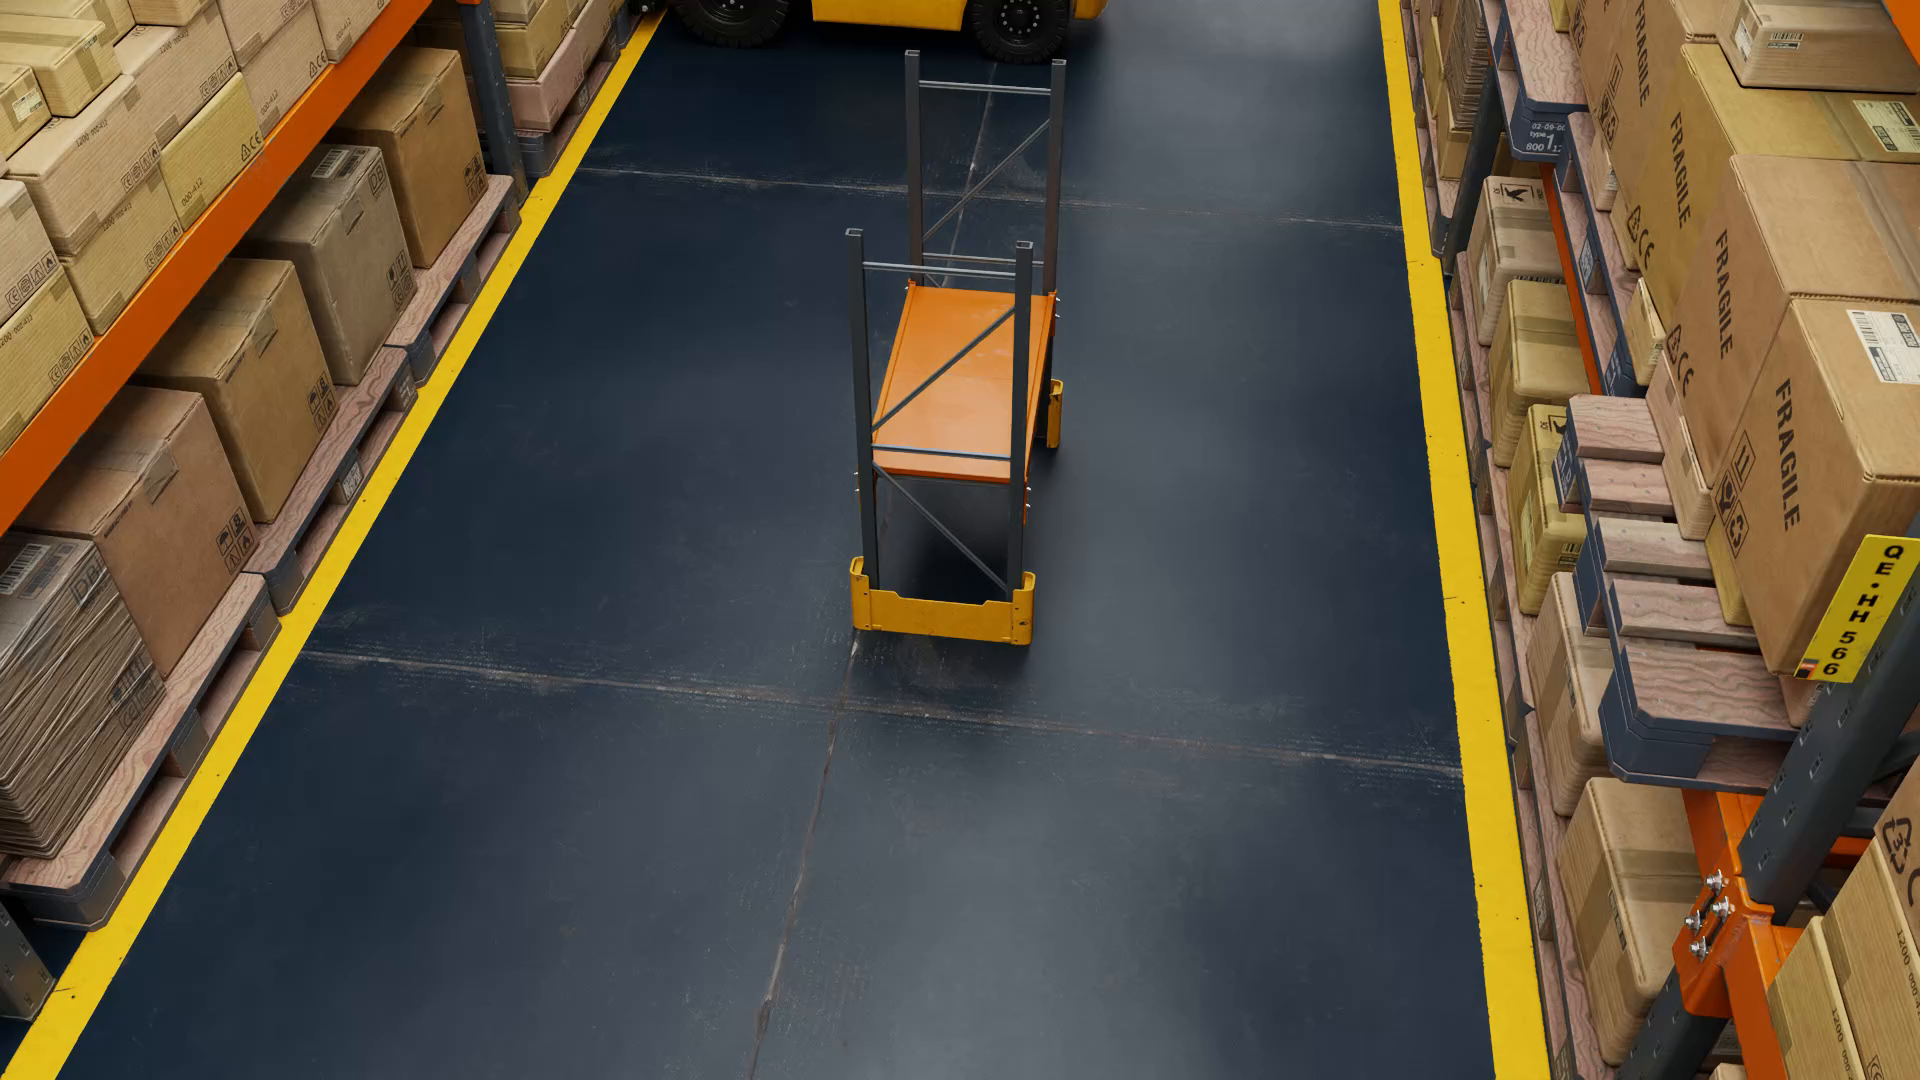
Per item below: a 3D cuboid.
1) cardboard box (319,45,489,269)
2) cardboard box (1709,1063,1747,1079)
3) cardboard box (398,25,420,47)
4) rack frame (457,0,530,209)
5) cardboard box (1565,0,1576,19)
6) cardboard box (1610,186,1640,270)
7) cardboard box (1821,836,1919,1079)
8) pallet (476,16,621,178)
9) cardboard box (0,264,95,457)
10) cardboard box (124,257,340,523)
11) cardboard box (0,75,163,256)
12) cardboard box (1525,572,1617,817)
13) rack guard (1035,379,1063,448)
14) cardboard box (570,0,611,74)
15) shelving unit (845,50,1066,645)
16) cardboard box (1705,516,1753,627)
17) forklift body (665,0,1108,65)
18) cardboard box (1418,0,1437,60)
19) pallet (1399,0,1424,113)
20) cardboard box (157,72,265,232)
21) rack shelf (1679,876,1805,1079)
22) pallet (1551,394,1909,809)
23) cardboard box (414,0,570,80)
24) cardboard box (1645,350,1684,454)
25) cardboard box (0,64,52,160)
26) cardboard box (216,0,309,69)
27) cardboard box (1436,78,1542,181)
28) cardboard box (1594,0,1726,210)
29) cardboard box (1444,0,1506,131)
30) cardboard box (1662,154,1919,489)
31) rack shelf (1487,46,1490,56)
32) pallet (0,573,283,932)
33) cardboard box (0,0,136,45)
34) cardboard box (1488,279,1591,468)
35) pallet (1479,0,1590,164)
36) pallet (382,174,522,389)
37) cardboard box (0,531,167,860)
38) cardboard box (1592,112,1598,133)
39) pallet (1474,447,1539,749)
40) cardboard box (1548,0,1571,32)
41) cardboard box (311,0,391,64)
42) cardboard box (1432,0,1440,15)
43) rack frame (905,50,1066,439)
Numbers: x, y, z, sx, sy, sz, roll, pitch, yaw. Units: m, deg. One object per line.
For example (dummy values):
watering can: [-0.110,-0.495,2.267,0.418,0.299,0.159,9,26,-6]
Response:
cardboard box: [-2.468,-1.558,6.636,0.875,0.625,0.625,7,44,7]
cardboard box: [1.808,1.632,3.084,0.875,0.875,0.875,5,44,5]
cardboard box: [-2.549,-2.311,7.340,0.500,0.250,0.500,4,44,5]
rack frame: [-2.410,-2.625,6.340,1.000,3.000,0.127,5,44,6]
cardboard box: [2.098,-1.838,4.915,0.500,0.500,0.500,5,44,6]
cardboard box: [1.918,-0.819,4.311,0.380,0.149,0.250,4,44,4]
cardboard box: [1.670,0.746,2.526,0.500,0.250,0.500,5,44,5]
pallet: [-2.264,-2.150,7.867,1.003,0.211,1.213,5,44,6]
cardboard box: [-2.567,-0.467,4.170,0.500,0.250,0.500,4,44,5]
cardboard box: [-2.676,-0.518,5.537,0.875,0.625,0.625,4,44,4]
cardboard box: [-2.484,-1.002,4.372,0.500,0.250,0.500,4,44,4]
cardboard box: [2.156,0.464,4.684,0.950,0.372,0.625,4,44,5]
rack guard: [0.076,-0.482,6.077,0.587,0.250,0.087,5,44,6]
cardboard box: [-1.966,-2.426,7.825,0.500,0.250,0.500,4,44,5]
shelving unit: [0.010,-0.597,5.289,0.587,1.500,1.083,5,44,6]
cardboard box: [1.755,0.055,3.388,0.380,0.149,0.250,6,44,6]
forklift body: [-0.324,-3.584,7.971,2.313,2.155,1.214,5,44,6]
cardboard box: [2.454,-2.467,7.869,0.500,0.250,0.500,6,44,6]
pallet: [2.723,-2.458,8.193,1.003,0.211,1.213,5,44,6]
cardboard box: [-2.435,-1.172,4.915,0.500,0.250,0.500,7,44,7]
rack shelf: [1.717,2.174,1.795,1.077,0.370,4.000,5,44,6]
pallet: [1.970,0.124,3.577,1.213,0.211,1.003,5,44,6]
cardboard box: [-2.040,-2.262,7.288,0.500,0.250,0.500,5,44,5]
cardboard box: [1.785,-0.292,3.754,0.380,0.149,0.250,3,44,4]
cardboard box: [-2.537,-1.074,4.158,0.380,0.149,0.250,6,44,6]
cardboard box: [-2.356,-1.695,5.104,0.500,0.250,0.500,6,44,6]
cardboard box: [2.322,-1.758,7.119,0.500,0.250,0.500,7,44,7]
cardboard box: [1.962,-1.151,4.190,0.500,0.500,0.500,4,44,4]
cardboard box: [2.323,-2.030,6.861,0.500,0.500,0.500,5,44,5]
cardboard box: [1.824,-0.435,3.434,0.500,0.500,0.500,5,44,5]
rack shelf: [2.775,-3.278,7.553,1.077,0.370,4.000,5,44,6]
pallet: [-2.792,0.556,5.009,1.003,0.211,1.213,5,44,6]
cardboard box: [-2.506,-1.428,4.532,0.380,0.149,0.250,5,44,6]
cardboard box: [2.352,-0.526,5.730,0.950,0.372,0.625,8,44,8]
pallet: [2.265,-1.599,5.396,1.003,0.211,1.213,5,44,6]
pallet: [-2.469,-1.107,6.765,1.003,0.211,1.213,5,44,6]
cardboard box: [-2.843,0.387,4.581,0.875,0.625,0.625,7,44,7]
cardboard box: [2.011,-1.180,4.692,0.380,0.149,0.250,6,44,6]
pallet: [2.250,0.201,5.384,1.003,0.211,1.213,5,44,6]
cardboard box: [2.082,-1.720,5.262,0.380,0.149,0.250,6,44,6]
cardboard box: [-2.279,-1.860,5.642,0.500,0.250,0.500,5,44,5]
cardboard box: [2.454,-2.725,7.595,0.500,0.500,0.500,7,44,8]
rack frame: [0.078,-0.949,5.662,0.500,1.500,0.032,5,44,6]
